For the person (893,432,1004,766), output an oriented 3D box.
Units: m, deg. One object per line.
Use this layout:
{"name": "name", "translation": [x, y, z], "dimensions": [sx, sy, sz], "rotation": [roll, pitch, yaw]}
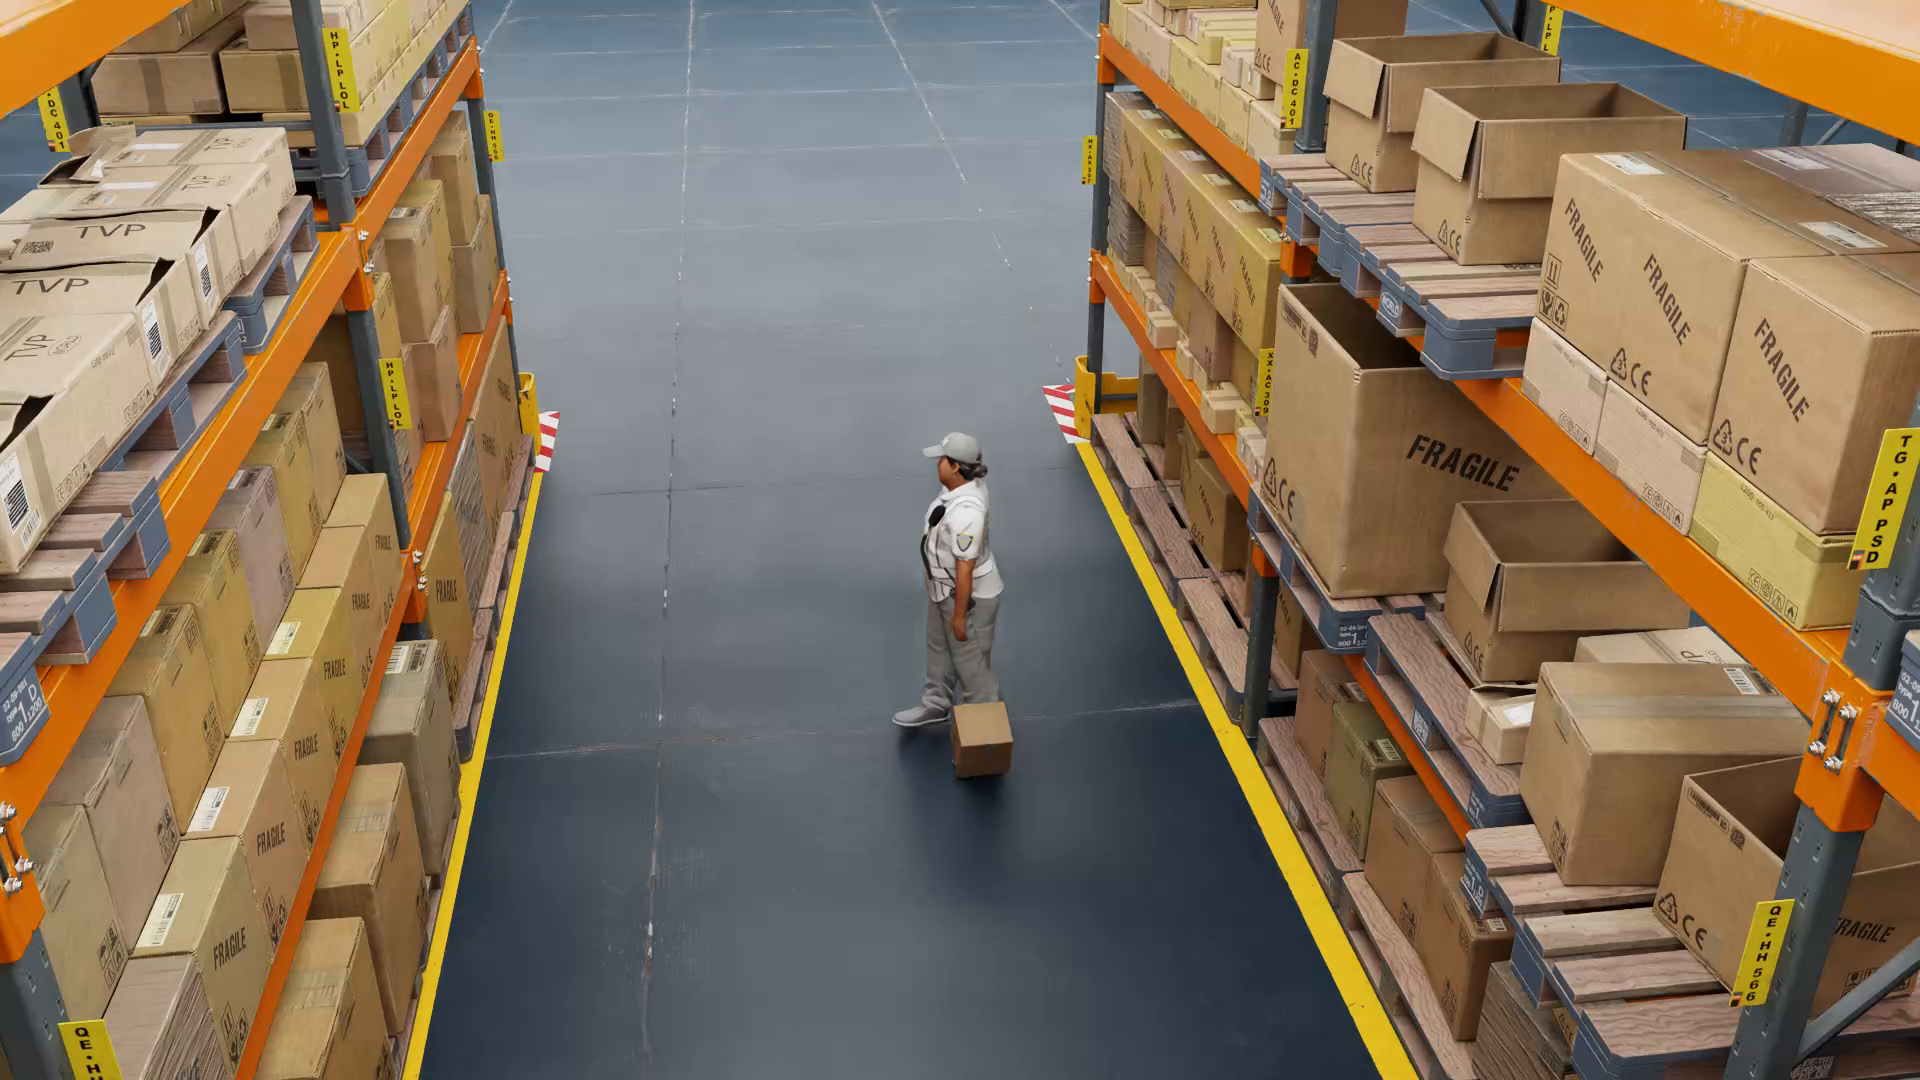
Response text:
{"name": "person", "translation": [-0.063, 0.265, 8.061], "dimensions": [0.537, 1.668, 0.556], "rotation": [-3, 28, -6]}
